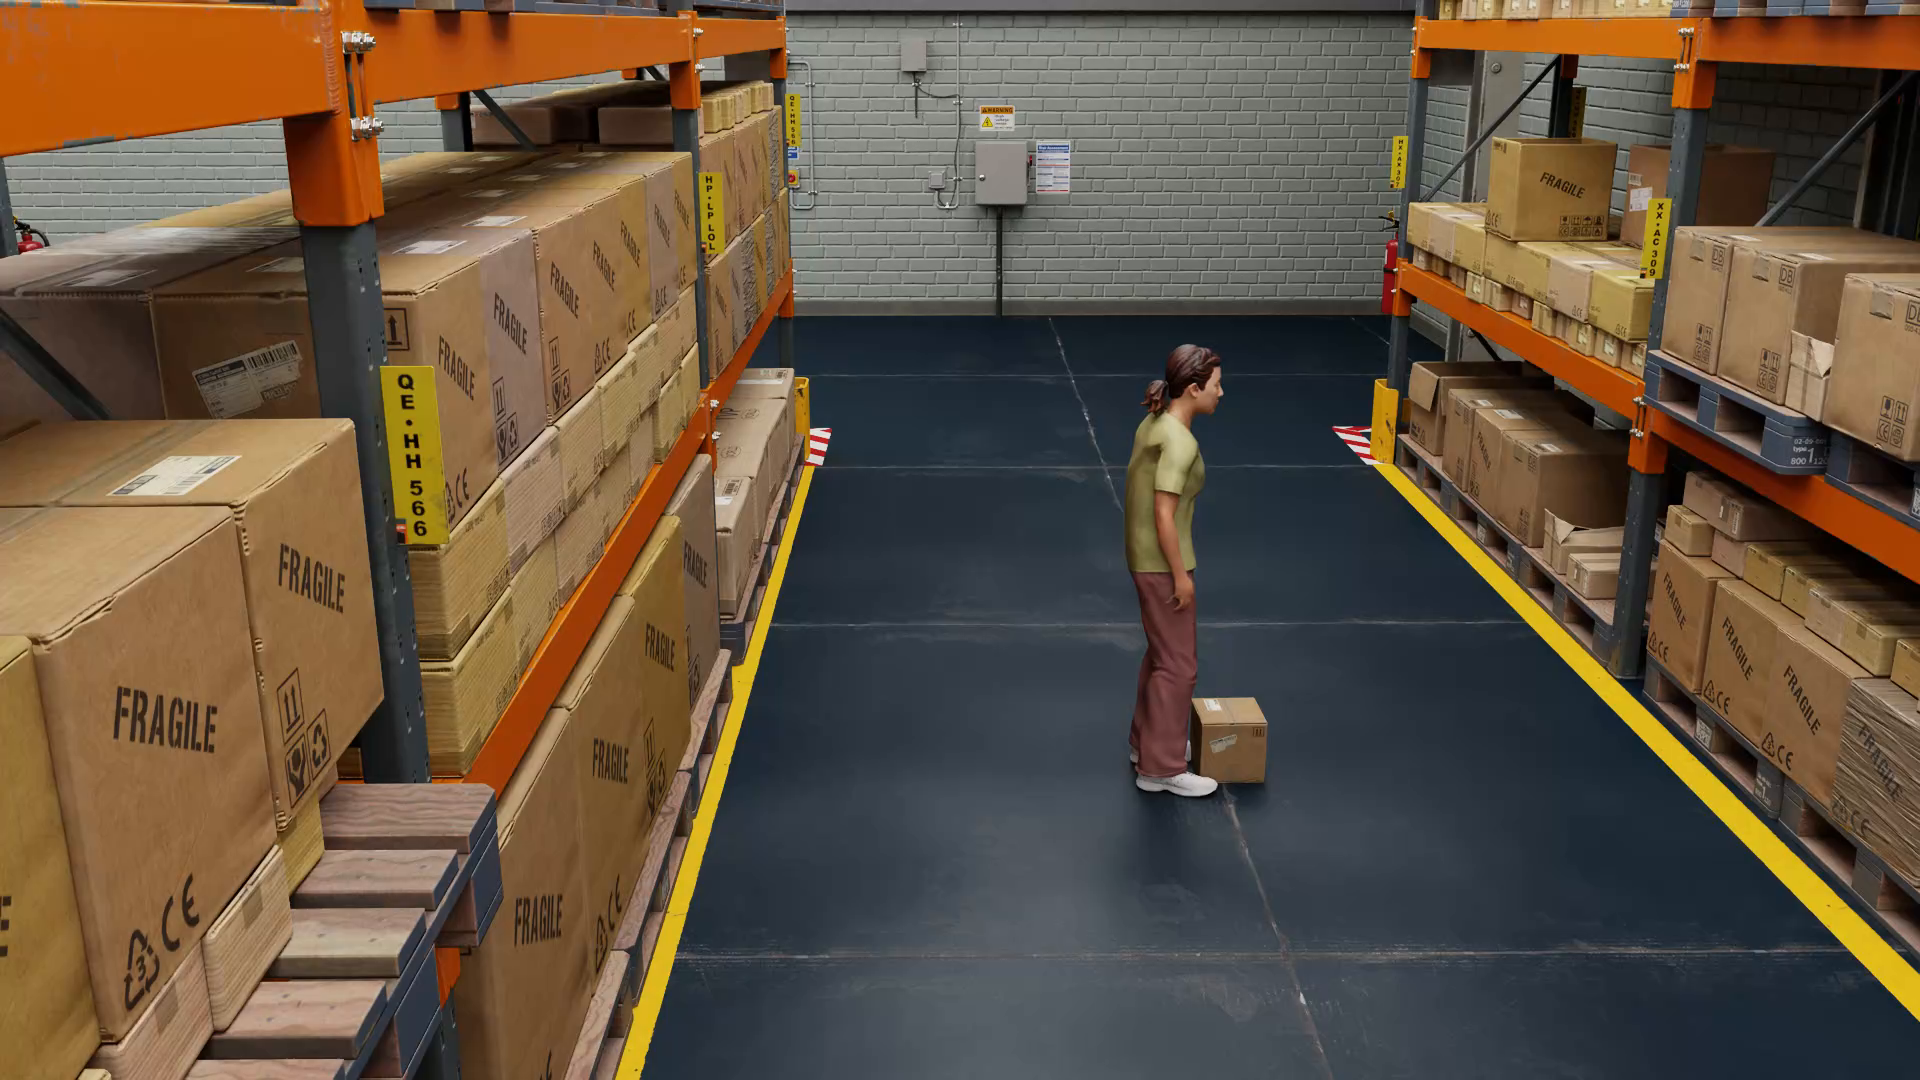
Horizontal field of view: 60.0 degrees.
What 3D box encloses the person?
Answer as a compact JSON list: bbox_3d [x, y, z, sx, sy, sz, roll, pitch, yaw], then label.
[{"bbox_3d":[0.794,0.100,6.225,0.360,1.673,0.499,0,17,-1],"label":"person"}]
